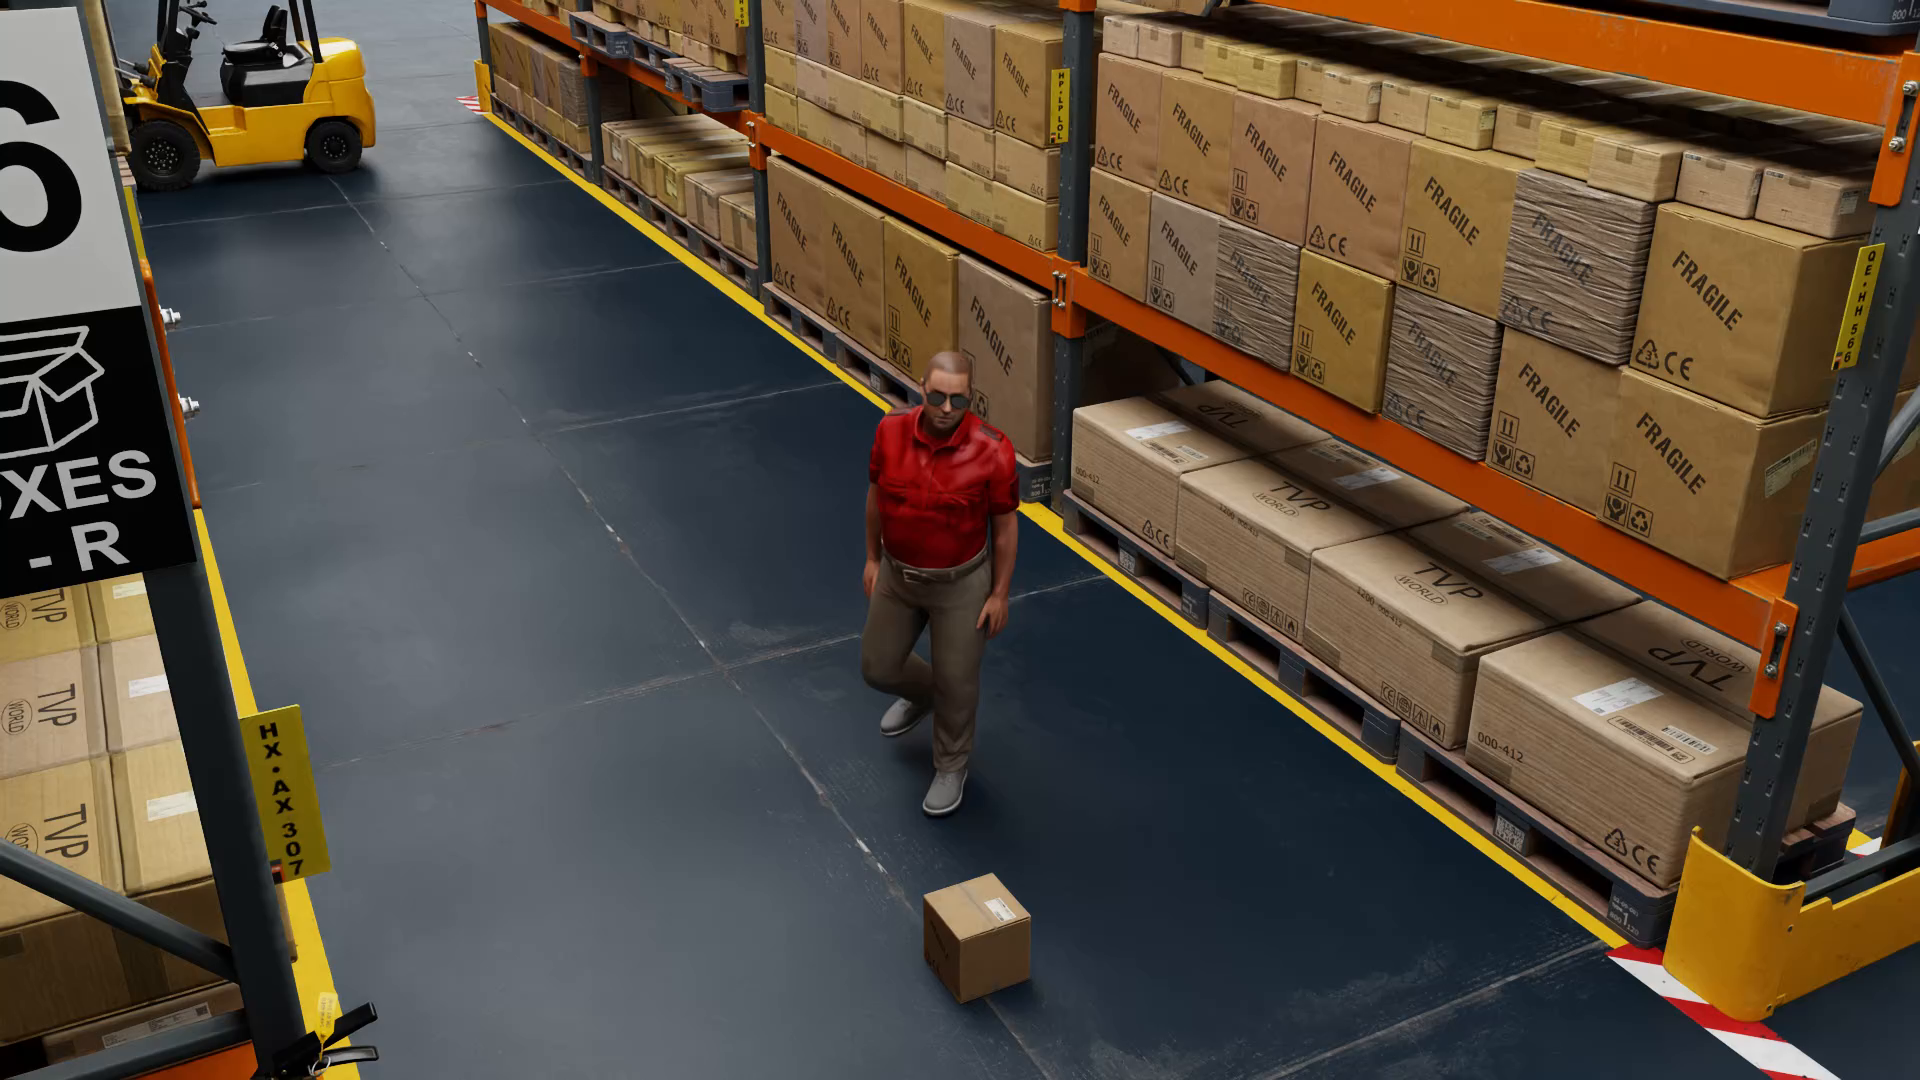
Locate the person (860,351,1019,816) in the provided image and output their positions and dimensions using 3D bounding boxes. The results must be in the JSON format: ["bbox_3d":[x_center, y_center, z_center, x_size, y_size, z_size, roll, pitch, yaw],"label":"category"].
[{"bbox_3d":[-0.061,0.106,5.891,0.606,1.723,0.567,10,27,20],"label":"person"}]
